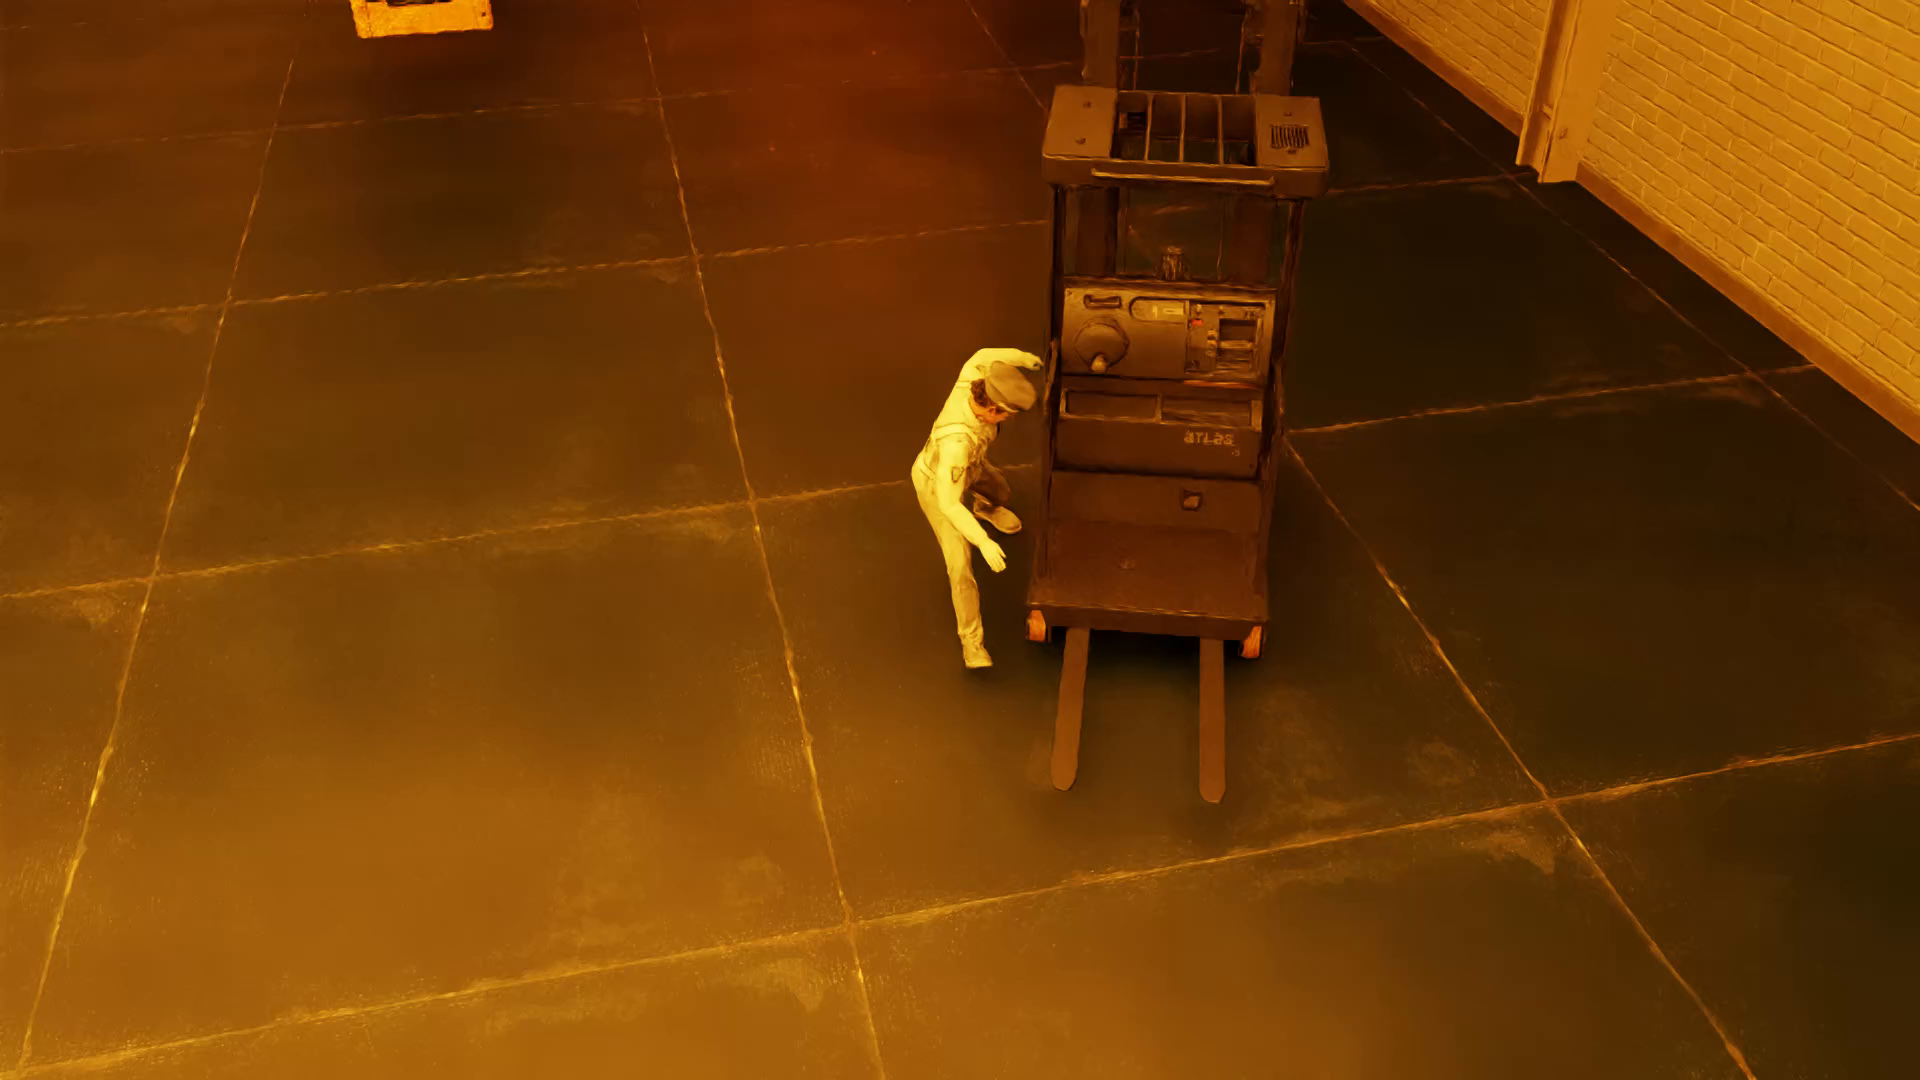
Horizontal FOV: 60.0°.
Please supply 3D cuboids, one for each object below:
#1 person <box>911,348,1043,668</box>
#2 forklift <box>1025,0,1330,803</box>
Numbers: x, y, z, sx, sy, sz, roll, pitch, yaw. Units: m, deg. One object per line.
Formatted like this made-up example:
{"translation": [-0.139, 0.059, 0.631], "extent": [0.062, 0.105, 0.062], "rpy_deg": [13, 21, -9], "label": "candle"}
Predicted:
{"translation": [0.108, -0.290, 7.751], "extent": [0.703, 1.380, 1.230], "rpy_deg": [18, 39, 23], "label": "person"}
{"translation": [0.901, -0.852, 7.234], "extent": [1.130, 2.935, 3.031], "rpy_deg": [4, 36, 6], "label": "forklift"}
